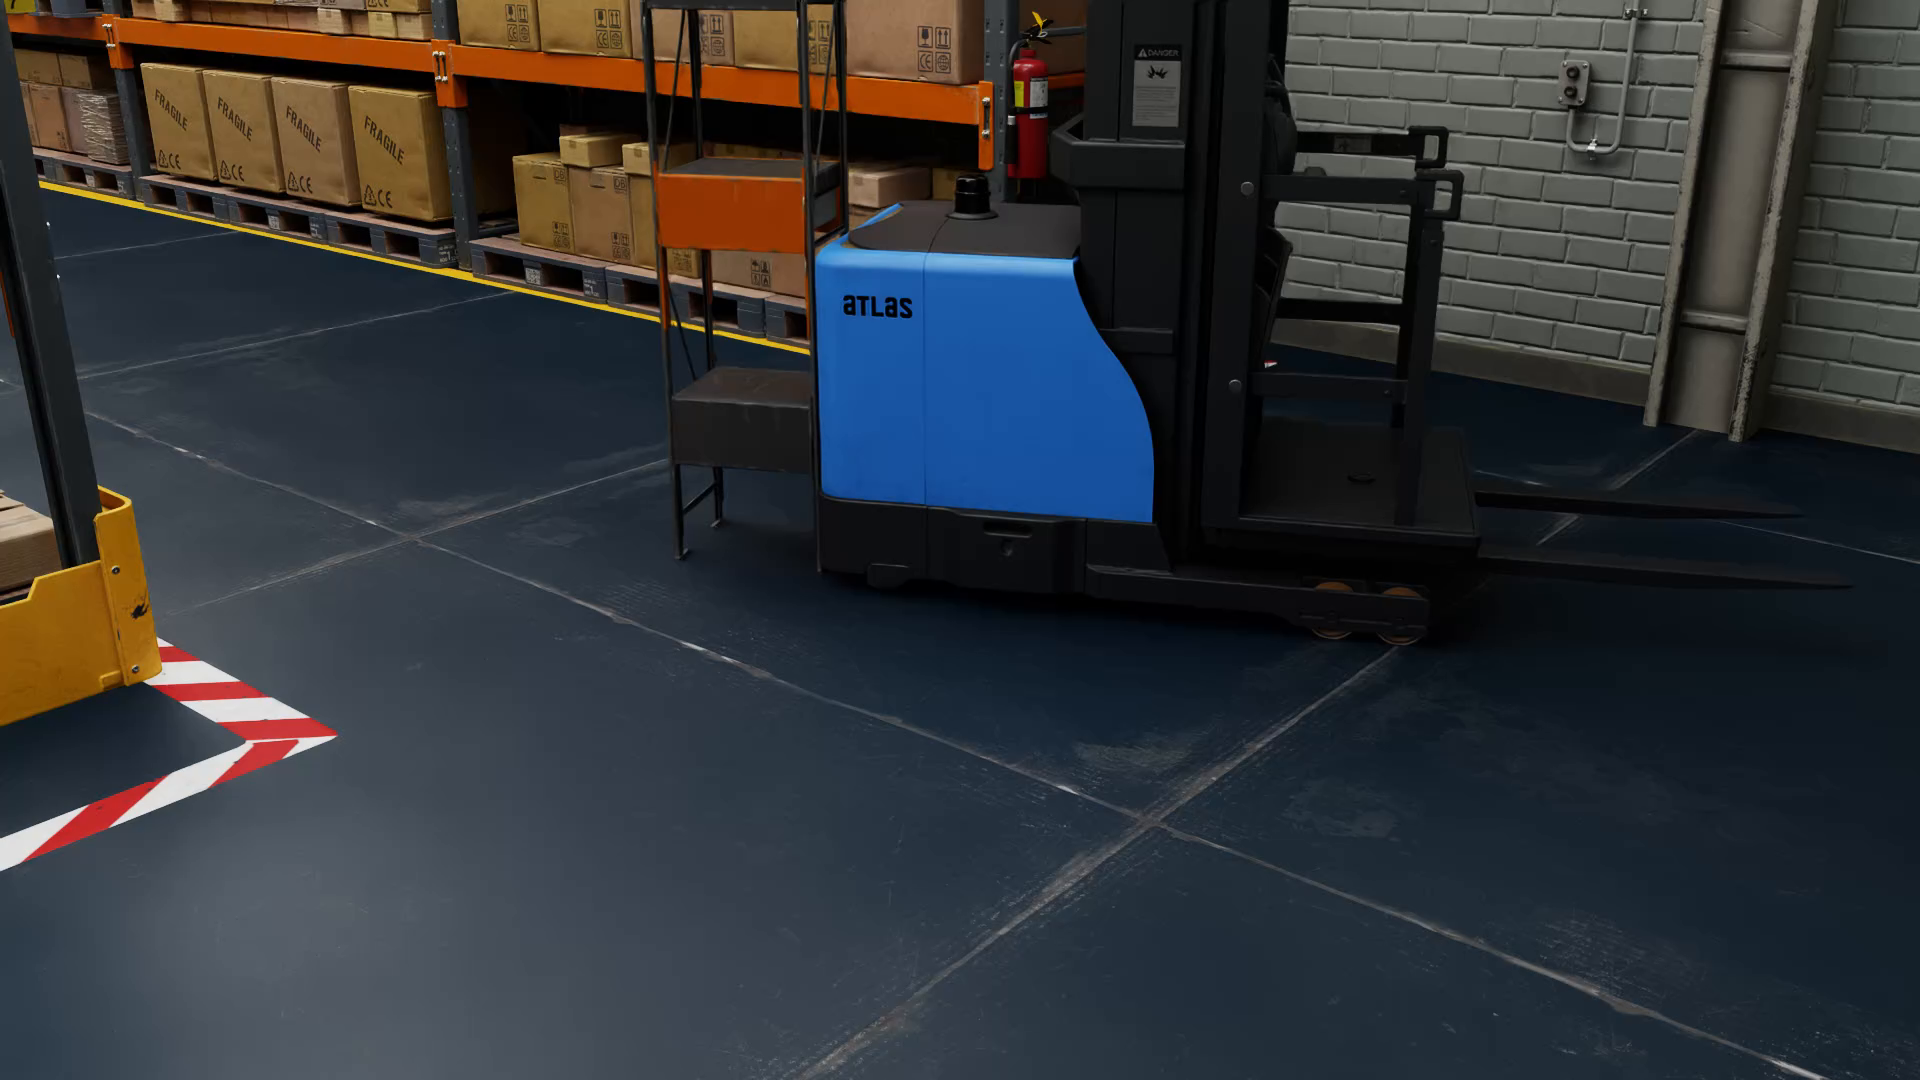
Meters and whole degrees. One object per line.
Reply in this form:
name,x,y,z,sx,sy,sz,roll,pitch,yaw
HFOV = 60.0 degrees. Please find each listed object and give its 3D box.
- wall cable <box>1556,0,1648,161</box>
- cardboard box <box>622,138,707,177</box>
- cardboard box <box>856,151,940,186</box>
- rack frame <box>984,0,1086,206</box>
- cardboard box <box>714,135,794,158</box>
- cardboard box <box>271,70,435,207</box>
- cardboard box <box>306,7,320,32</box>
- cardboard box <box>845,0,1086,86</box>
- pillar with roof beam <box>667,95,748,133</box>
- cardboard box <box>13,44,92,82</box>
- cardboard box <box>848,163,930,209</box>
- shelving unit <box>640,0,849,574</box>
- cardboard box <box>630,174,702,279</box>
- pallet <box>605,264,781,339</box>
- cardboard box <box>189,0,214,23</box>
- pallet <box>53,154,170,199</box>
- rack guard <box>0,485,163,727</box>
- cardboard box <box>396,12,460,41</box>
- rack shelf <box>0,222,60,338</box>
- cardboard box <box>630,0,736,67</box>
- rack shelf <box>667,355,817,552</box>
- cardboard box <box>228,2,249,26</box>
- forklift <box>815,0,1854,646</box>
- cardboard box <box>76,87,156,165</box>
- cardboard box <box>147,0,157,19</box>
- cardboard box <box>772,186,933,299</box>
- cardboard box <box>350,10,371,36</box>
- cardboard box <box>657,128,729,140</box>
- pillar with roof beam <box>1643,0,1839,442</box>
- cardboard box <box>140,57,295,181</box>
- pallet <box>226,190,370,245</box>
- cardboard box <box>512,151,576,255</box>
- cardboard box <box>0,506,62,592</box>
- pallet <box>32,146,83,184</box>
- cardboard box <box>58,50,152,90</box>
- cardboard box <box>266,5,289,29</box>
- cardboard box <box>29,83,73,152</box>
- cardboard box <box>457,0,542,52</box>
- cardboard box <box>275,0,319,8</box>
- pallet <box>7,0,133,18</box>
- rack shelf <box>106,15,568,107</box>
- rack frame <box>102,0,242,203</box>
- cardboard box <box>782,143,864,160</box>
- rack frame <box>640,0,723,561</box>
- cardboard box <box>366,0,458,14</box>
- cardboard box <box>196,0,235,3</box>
wall cable,2.053,-2.698,7.131,1.851,1.984,0.084,16,26,36
cardboard box,-1.567,-2.035,8.841,0.250,0.149,0.380,15,25,35
cardboard box,-0.312,-1.848,8.346,0.250,0.149,0.380,16,26,36
rack frame,0.463,-2.249,7.382,0.127,3.000,1.000,16,26,36
cardboard box,-1.098,-2.074,8.946,0.250,0.149,0.380,16,26,35
cardboard box,-3.912,-2.639,10.868,0.750,0.750,0.750,17,27,38
cardboard box,-3.849,-3.267,10.409,0.250,0.149,0.380,16,26,36
cardboard box,0.062,-2.501,7.624,0.700,0.700,0.980,18,27,39
pillar with roof beam,-4.269,-4.852,5.782,0.400,9.000,9.100,16,26,36
cardboard box,-7.504,-3.942,13.726,0.500,0.250,0.500,15,25,35
cardboard box,-0.357,-1.688,7.920,0.250,0.149,0.380,16,26,36
shelving unit,-0.648,-0.962,5.244,0.503,2.100,0.431,5,21,12
cardboard box,-1.338,-1.746,8.994,0.500,0.500,0.700,17,26,37
pallet,-1.147,-1.374,9.013,1.213,0.211,1.003,16,26,36
cardboard box,-5.011,-3.626,11.360,0.250,0.149,0.380,16,26,36
pallet,-6.339,-2.904,13.071,1.213,0.211,1.003,16,26,36
rack guard,-2.725,0.258,4.275,0.348,0.500,1.175,16,26,36
cardboard box,-3.077,-3.032,9.784,0.250,0.149,0.380,16,26,37
rack shelf,-4.216,-1.004,5.099,4.000,0.370,1.077,16,26,36
cardboard box,-1.094,-2.833,8.504,0.700,0.700,0.980,15,25,34
rack shelf,-0.648,-0.294,5.495,0.480,0.518,0.431,5,21,12
cardboard box,-4.612,-3.510,11.052,0.250,0.149,0.380,17,26,37
forklift,1.126,-1.269,4.880,3.031,2.935,1.130,5,21,12
cardboard box,-6.326,-3.217,12.867,0.500,0.500,0.700,17,26,37
cardboard box,-5.436,-3.731,11.638,0.250,0.149,0.380,17,26,37
cardboard box,-0.530,-1.517,8.387,0.500,0.500,0.700,16,26,36
cardboard box,-3.459,-3.152,10.102,0.250,0.149,0.380,17,27,38
cardboard box,-1.494,-2.188,9.248,0.250,0.149,0.380,15,25,35
pillar with roof beam,0.380,-3.514,2.233,0.400,9.000,9.100,16,26,36
cardboard box,-5.248,-3.025,11.890,0.750,0.750,0.750,16,26,36
pallet,-4.231,-2.261,11.364,1.213,0.211,1.003,16,26,36
cardboard box,-2.121,-1.974,9.599,0.500,0.500,0.700,16,26,37
cardboard box,-2.773,0.046,4.711,0.250,0.149,0.380,16,26,36
pallet,-7.280,-3.177,13.793,1.213,0.211,1.003,16,26,36
cardboard box,-6.727,-3.712,13.117,0.500,0.250,0.500,17,26,37
cardboard box,-4.232,-3.390,10.733,0.250,0.149,0.380,17,27,38
cardboard box,-7.054,-3.467,13.529,0.500,0.500,0.700,16,26,36
cardboard box,-2.226,-3.157,9.363,0.700,0.700,0.980,17,26,37
cardboard box,-3.938,-3.597,10.363,0.500,0.500,0.500,16,26,36
pallet,-6.354,-4.074,12.493,1.003,0.211,1.213,16,26,36
rack shelf,-4.185,-3.251,11.059,4.000,0.370,1.077,16,26,36
rack frame,-5.735,-4.034,12.115,0.127,3.000,1.000,16,26,36
cardboard box,-0.703,-1.961,8.645,0.250,0.149,0.380,17,26,37
rack frame,-0.885,-0.982,5.295,0.015,2.100,0.400,5,21,12
cardboard box,-3.153,-3.371,9.765,0.500,0.500,0.500,16,26,35
cardboard box,-4.737,-3.821,10.958,0.500,0.500,0.500,16,26,36
